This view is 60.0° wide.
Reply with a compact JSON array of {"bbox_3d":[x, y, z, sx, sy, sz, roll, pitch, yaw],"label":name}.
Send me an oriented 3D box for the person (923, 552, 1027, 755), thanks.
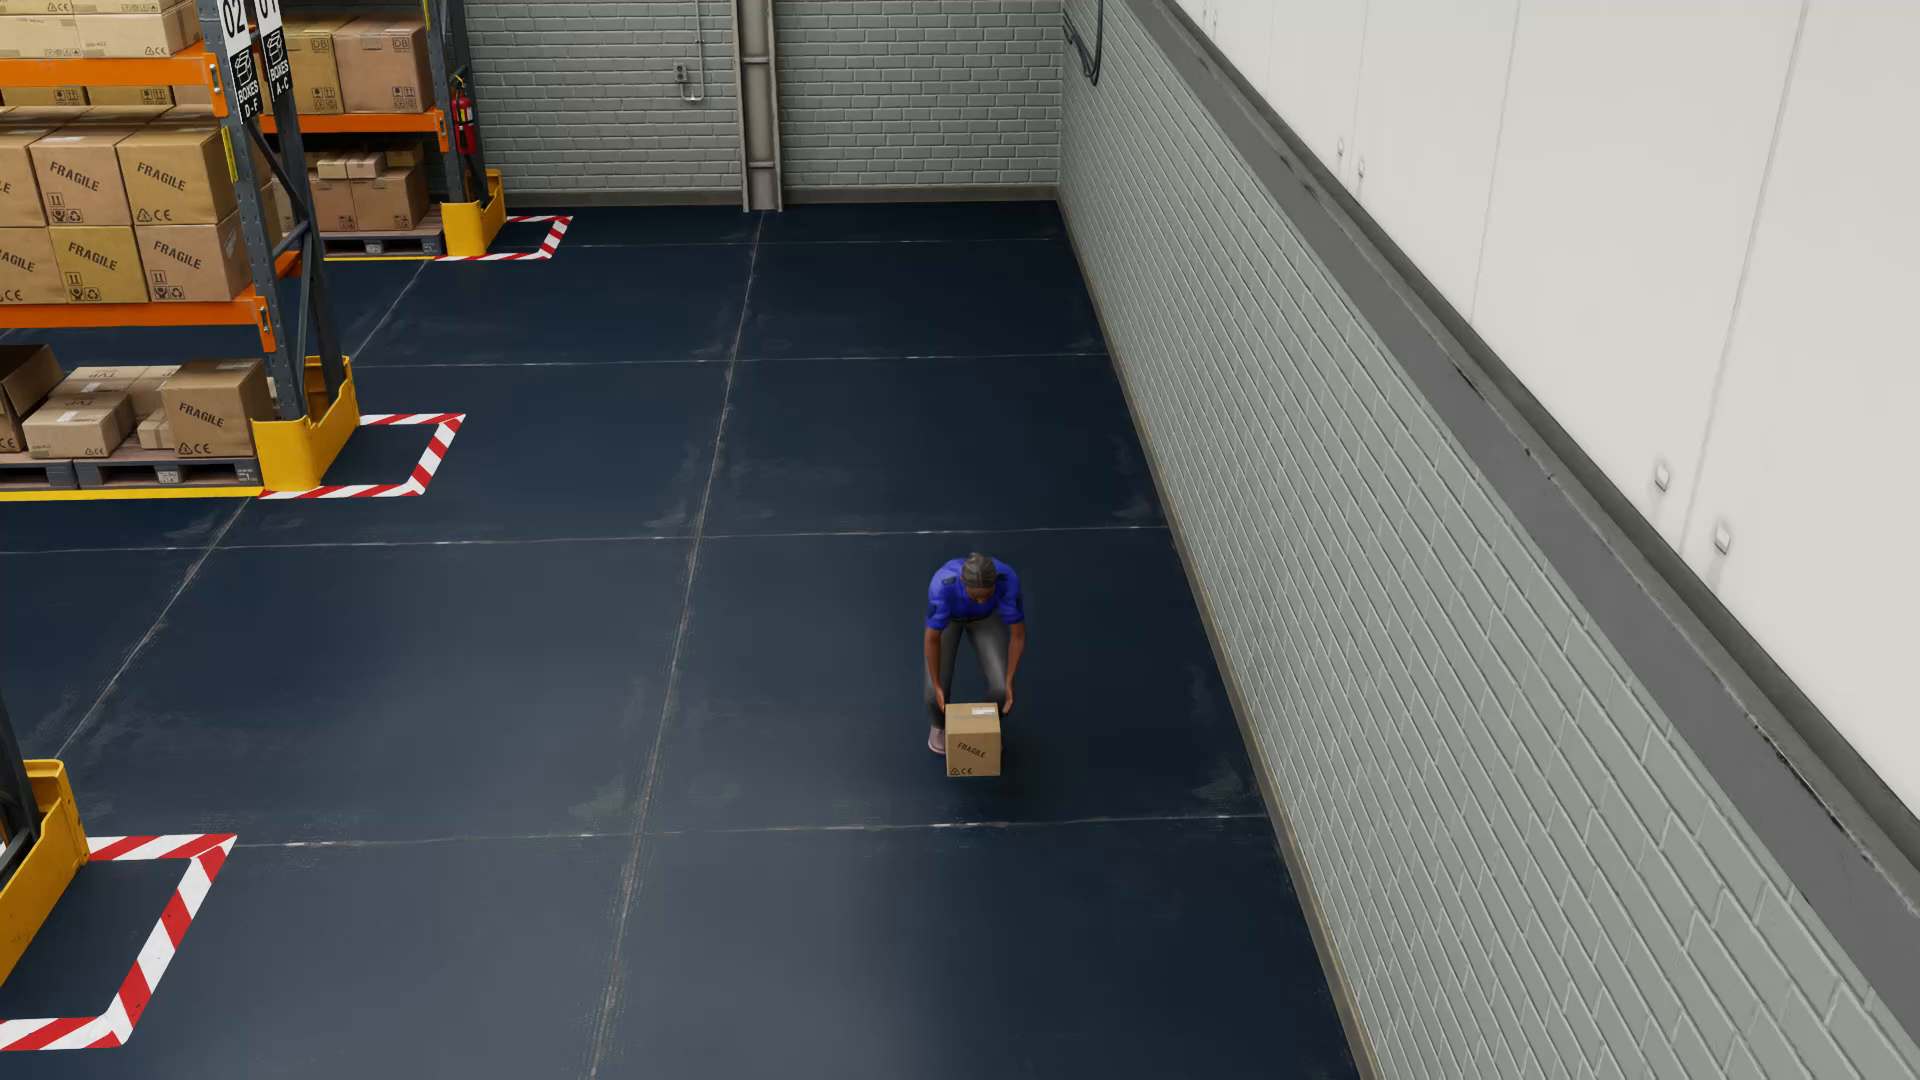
[{"bbox_3d":[0.066,0.506,8.142,0.500,1.220,0.706,-1,28,-3],"label":"person"}]
